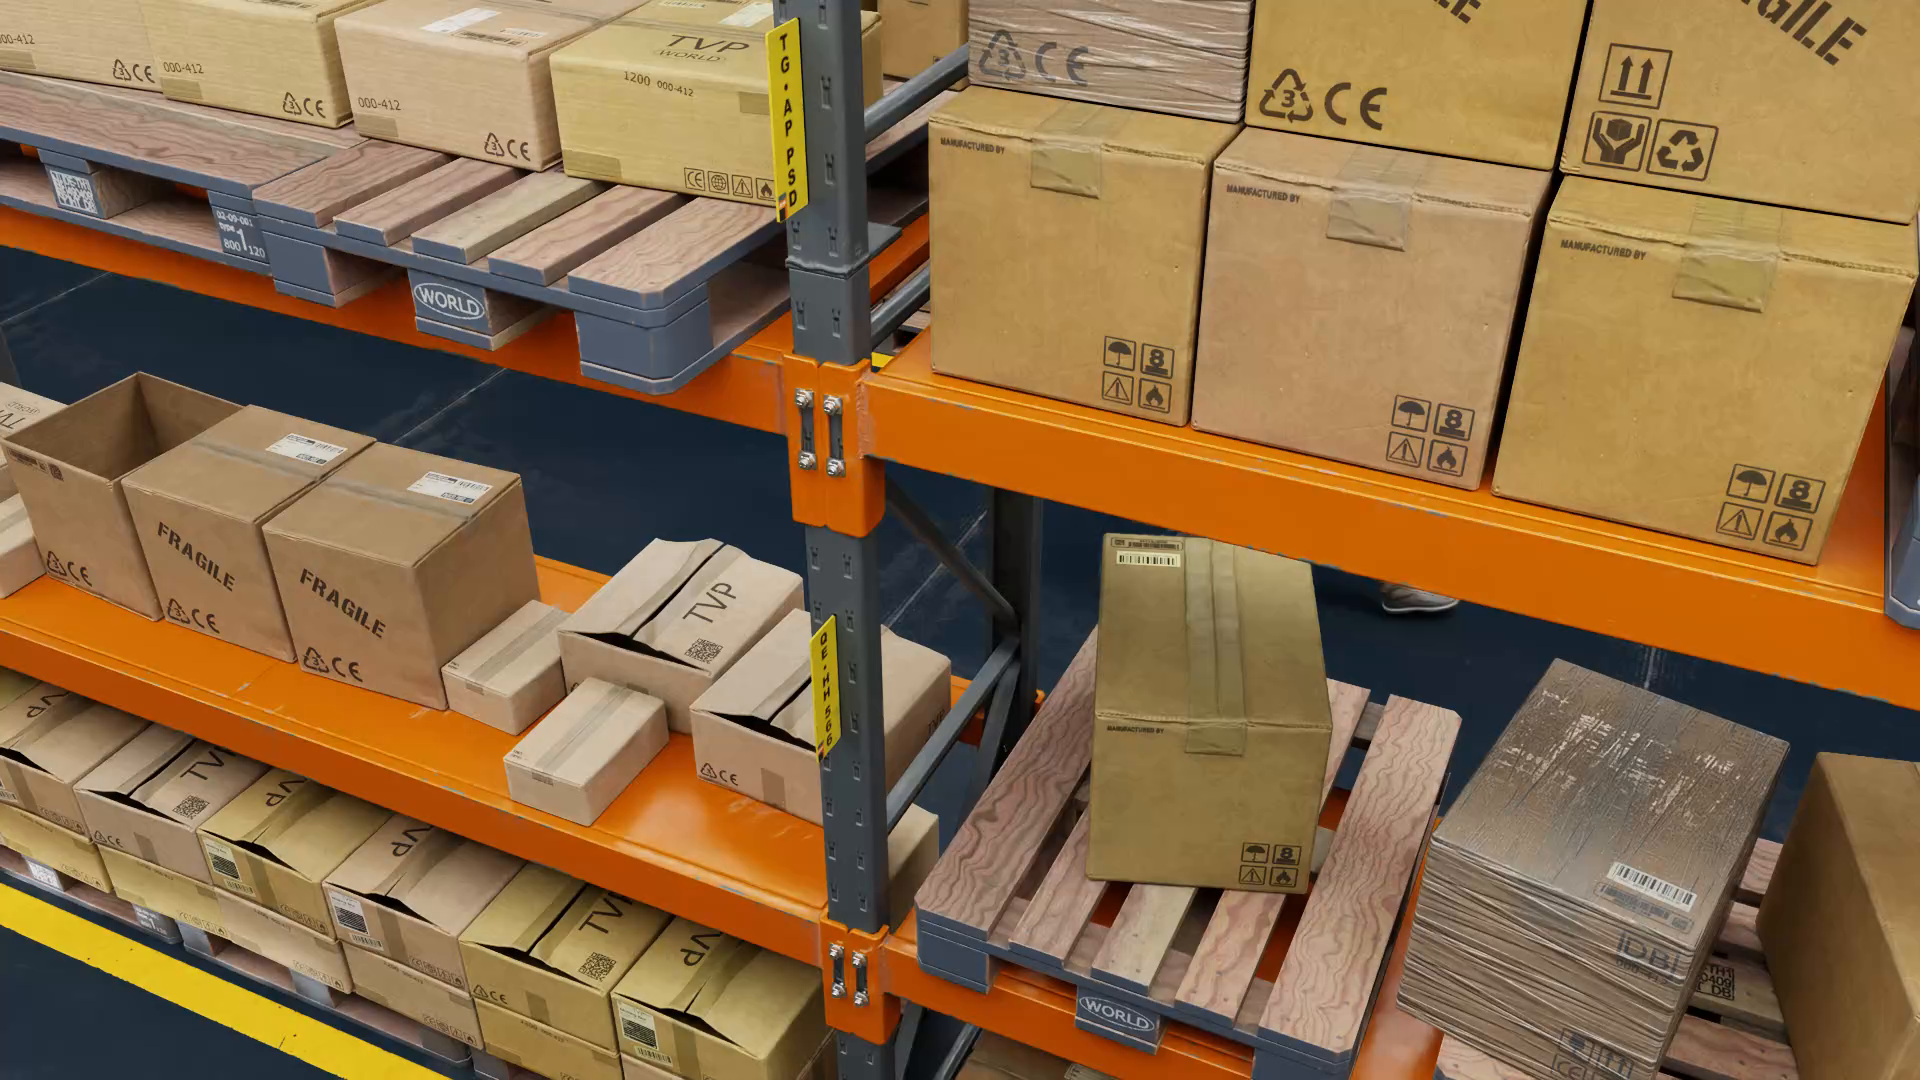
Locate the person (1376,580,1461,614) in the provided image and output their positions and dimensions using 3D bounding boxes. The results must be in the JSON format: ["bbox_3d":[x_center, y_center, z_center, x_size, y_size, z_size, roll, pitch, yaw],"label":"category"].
[{"bbox_3d":[1.594,-0.382,6.748,1.091,1.666,0.532,9,35,13],"label":"person"}]
